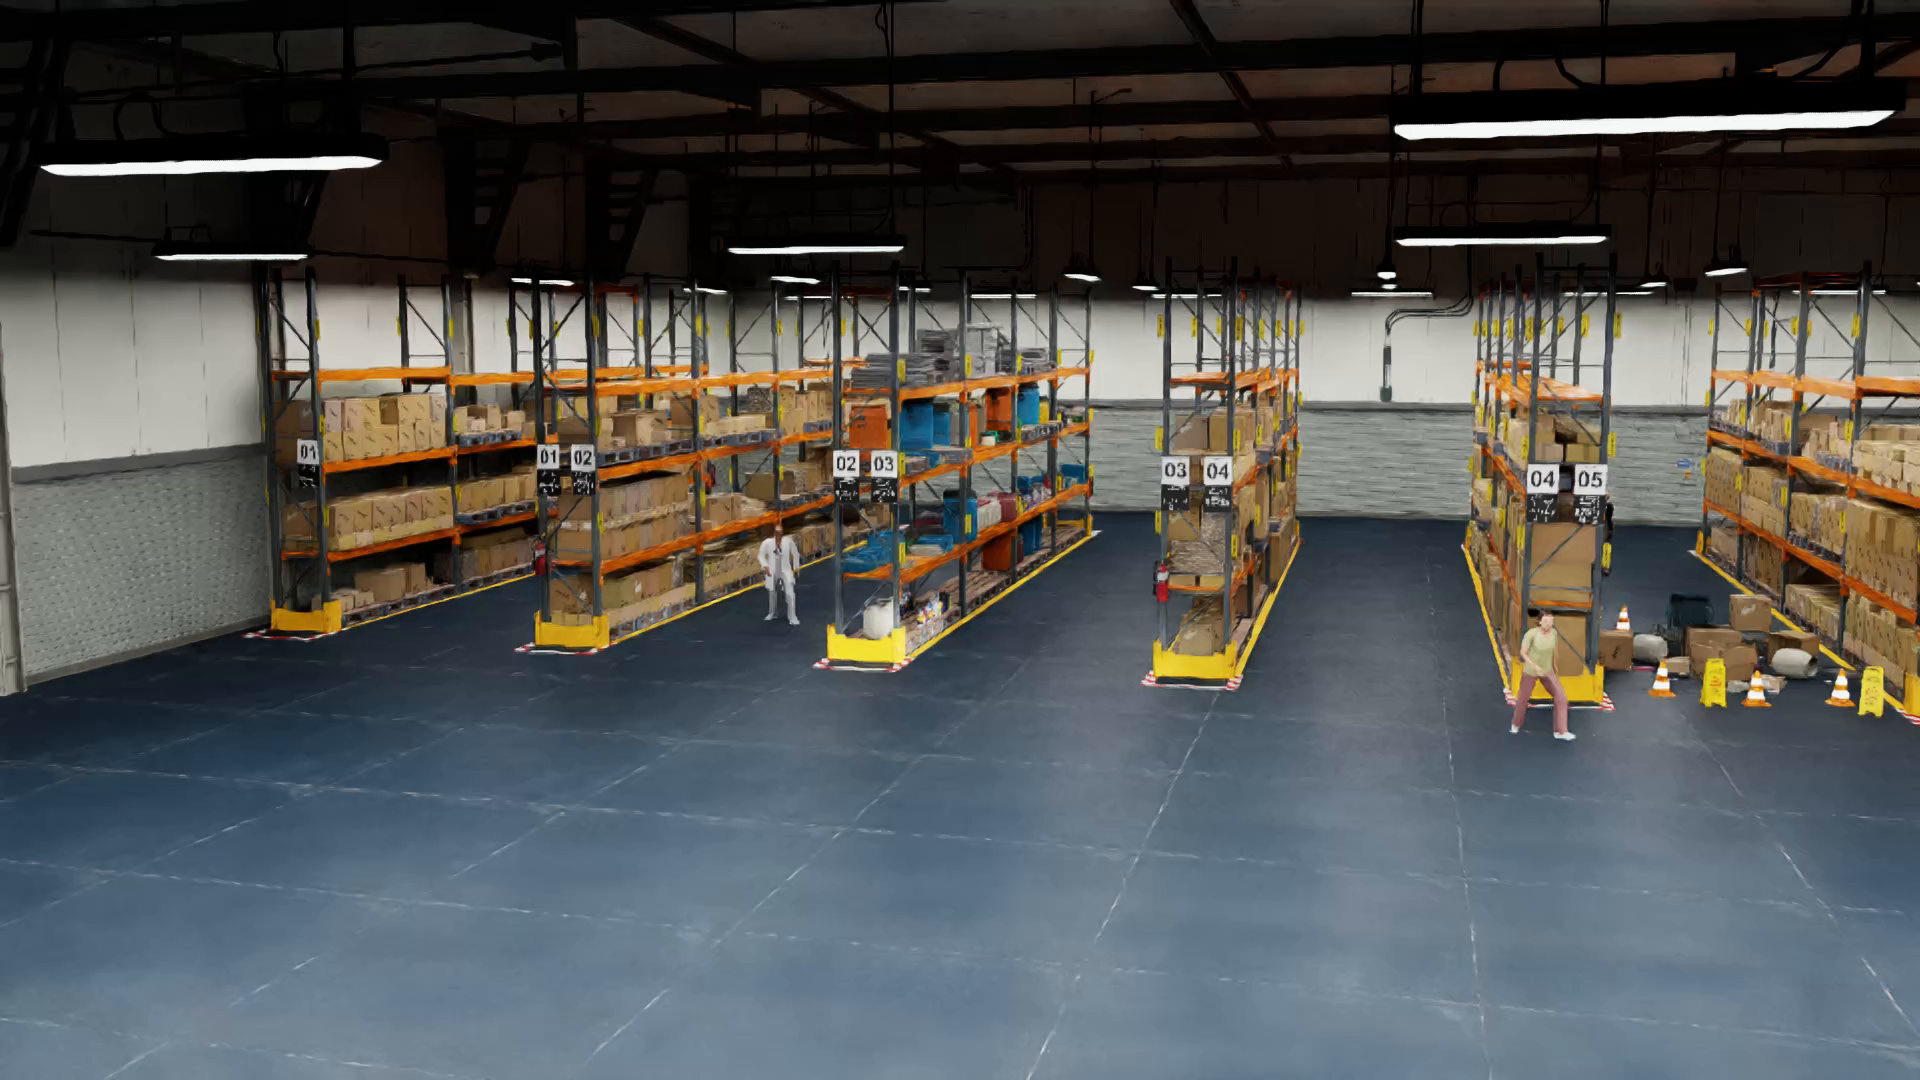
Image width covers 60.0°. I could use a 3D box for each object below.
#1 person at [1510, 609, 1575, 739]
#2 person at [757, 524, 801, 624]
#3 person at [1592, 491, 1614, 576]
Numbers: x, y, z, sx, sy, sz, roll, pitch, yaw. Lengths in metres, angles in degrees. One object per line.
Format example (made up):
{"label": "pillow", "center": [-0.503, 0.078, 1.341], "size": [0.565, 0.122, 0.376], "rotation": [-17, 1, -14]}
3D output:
{"label": "person", "center": [7.126, 1.620, 20.401], "size": [0.626, 1.610, 0.799], "rotation": [0, 7, -4]}
{"label": "person", "center": [-3.064, 0.559, 28.295], "size": [0.735, 1.712, 0.905], "rotation": [0, 7, -2]}
{"label": "person", "center": [13.082, -0.158, 33.902], "size": [0.555, 1.722, 0.615], "rotation": [7, 10, 44]}
